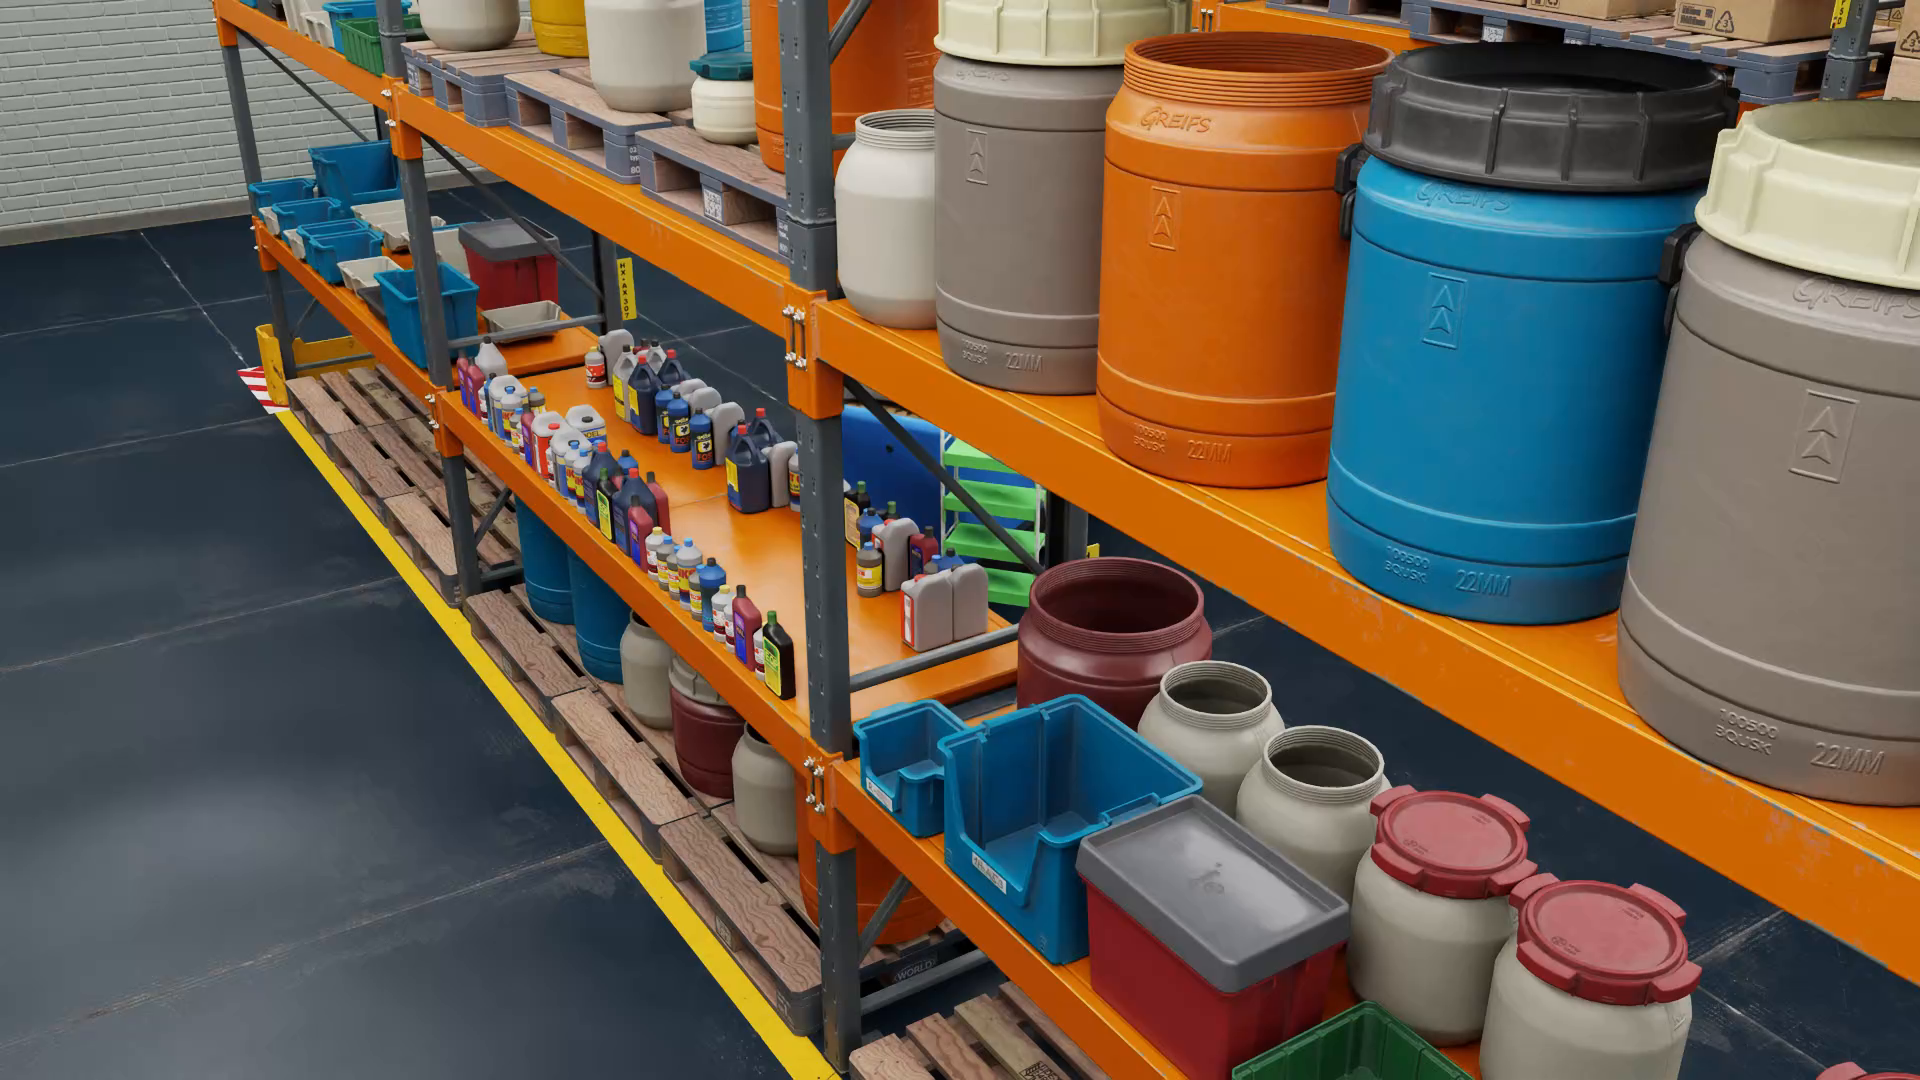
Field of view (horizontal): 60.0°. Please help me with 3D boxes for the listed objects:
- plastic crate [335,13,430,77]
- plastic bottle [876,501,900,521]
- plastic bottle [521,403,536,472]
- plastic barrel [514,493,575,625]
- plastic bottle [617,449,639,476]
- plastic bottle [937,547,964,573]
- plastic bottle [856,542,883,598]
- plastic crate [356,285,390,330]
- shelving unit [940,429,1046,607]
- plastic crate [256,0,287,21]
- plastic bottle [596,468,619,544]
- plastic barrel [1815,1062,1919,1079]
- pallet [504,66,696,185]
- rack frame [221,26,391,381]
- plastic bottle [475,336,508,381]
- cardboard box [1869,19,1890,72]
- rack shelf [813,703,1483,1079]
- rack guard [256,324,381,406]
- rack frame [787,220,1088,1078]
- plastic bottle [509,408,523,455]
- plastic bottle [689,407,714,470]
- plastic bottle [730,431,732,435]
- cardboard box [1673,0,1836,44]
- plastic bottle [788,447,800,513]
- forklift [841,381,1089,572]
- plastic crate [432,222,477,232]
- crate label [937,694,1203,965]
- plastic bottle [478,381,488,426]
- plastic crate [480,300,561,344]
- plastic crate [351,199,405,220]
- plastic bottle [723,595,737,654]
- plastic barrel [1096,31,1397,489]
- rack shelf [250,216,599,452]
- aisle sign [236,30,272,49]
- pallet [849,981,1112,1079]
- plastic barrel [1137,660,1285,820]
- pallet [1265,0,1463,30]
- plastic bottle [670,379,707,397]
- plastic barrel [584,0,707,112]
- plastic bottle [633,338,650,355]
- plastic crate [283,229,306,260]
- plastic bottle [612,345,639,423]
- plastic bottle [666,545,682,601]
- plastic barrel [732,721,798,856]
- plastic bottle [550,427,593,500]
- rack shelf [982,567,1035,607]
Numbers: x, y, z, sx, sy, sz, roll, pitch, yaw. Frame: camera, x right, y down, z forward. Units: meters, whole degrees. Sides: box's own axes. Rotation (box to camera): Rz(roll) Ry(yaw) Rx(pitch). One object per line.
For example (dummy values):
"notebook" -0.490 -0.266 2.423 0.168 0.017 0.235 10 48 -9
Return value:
"plastic crate" -2.696 -2.397 8.048 0.450 0.188 0.662 -16 29 -30
"plastic bottle" -0.281 -0.026 6.428 0.061 0.283 0.133 -16 29 -30
"plastic bottle" -1.884 -0.454 7.335 0.061 0.283 0.133 -16 29 -30
"plastic barrel" -1.929 -0.098 8.409 0.600 0.901 0.708 -16 29 -30
"plastic bottle" -1.379 -0.245 6.905 0.097 0.271 0.097 0 25 0
"plastic bottle" -0.034 0.156 6.057 0.097 0.271 0.097 0 25 0
"plastic bottle" -0.340 0.105 6.246 0.097 0.201 0.097 0 25 0
"plastic crate" -3.048 -1.296 9.233 0.437 0.125 0.590 -16 29 -30
"shelving unit" 0.181 -0.012 8.367 0.503 1.200 0.258 8 27 16
"plastic crate" -3.791 -3.204 9.582 0.504 0.338 0.767 -16 29 -30
"plastic bottle" -1.404 -0.140 6.669 0.061 0.283 0.133 -16 29 -30
"plastic barrel" 1.817 1.351 3.215 0.433 0.535 0.433 0 25 0
"pallet" -1.080 -1.664 6.468 1.003 0.211 1.213 -16 29 -30
"rack frame" -4.395 -2.486 11.502 1.000 3.000 0.127 -16 29 -30
"plastic bottle" -2.269 -0.817 8.025 0.144 0.351 0.185 -16 29 -30
"cardboard box" 9.202 -5.030 16.774 0.500 0.500 0.500 -16 30 -30
"rack shelf" 1.064 1.416 4.079 1.077 0.370 4.000 -16 29 -30
"rack guard" -4.419 -1.361 12.048 1.175 0.500 0.348 -16 29 -30
"rack frame" -0.028 0.375 5.441 1.000 3.000 0.127 -16 29 -30
"plastic bottle" -1.985 -0.498 7.523 0.097 0.201 0.097 0 25 0
"plastic bottle" -1.145 -0.454 7.348 0.097 0.271 0.097 0 25 0
"plastic bottle" -0.965 -0.423 7.364 0.097 0.201 0.097 0 25 0
"cardboard box" 3.729 -2.573 7.561 0.797 0.503 0.637 -14 29 -27
"plastic bottle" -0.664 -0.257 6.932 0.097 0.271 0.097 0 25 0
"forklift" 0.295 -1.560 9.621 1.130 2.935 3.031 13 28 25
"plastic crate" -3.059 -1.763 10.096 0.416 0.233 0.300 -16 29 -30
"crate label" 0.288 0.778 4.547 0.502 0.435 0.616 -16 29 -30
"plastic bottle" -2.218 -0.650 7.846 0.097 0.201 0.097 0 25 0
"plastic crate" -2.346 -1.163 8.938 0.396 0.136 0.243 -16 29 -30
"plastic crate" -3.798 -2.144 11.017 0.396 0.136 0.243 -16 29 -30
"plastic bottle" -0.780 0.292 5.851 0.097 0.201 0.097 0 25 0
"plastic barrel" 0.596 -0.597 3.484 0.600 0.830 0.708 -16 29 -30
"rack shelf" -3.303 -1.445 10.141 1.077 0.370 4.000 -16 29 -30
"aisle sign" -4.683 -3.618 10.855 0.394 0.787 0.004 -16 29 -30
"pallet" 0.362 1.923 5.430 1.003 0.211 1.213 -16 29 -30
"plastic barrel" 0.713 0.643 4.743 0.421 0.512 0.421 0 25 0
"pallet" 2.480 -3.163 9.647 0.805 0.209 1.217 -17 30 -32
"plastic bottle" -1.251 -0.623 7.700 0.152 0.276 0.135 -16 29 -30
"plastic barrel" -1.122 -1.831 5.951 0.433 0.535 0.433 0 25 0
"plastic bottle" -1.561 -0.865 8.205 0.061 0.283 0.133 -16 29 -30
"plastic crate" -4.060 -1.852 10.398 0.250 0.136 0.298 -16 29 -30
"plastic bottle" -1.556 -0.747 7.876 0.144 0.351 0.185 -16 29 -30
"plastic bottle" -1.046 0.118 6.219 0.097 0.201 0.097 0 25 0
"plastic barrel" -0.692 0.958 6.628 0.421 0.512 0.421 0 25 0
"plastic bottle" -1.646 -0.331 7.082 0.152 0.276 0.135 -16 29 -30
"rack shelf" 0.182 0.262 8.499 0.480 0.148 0.258 8 27 16
